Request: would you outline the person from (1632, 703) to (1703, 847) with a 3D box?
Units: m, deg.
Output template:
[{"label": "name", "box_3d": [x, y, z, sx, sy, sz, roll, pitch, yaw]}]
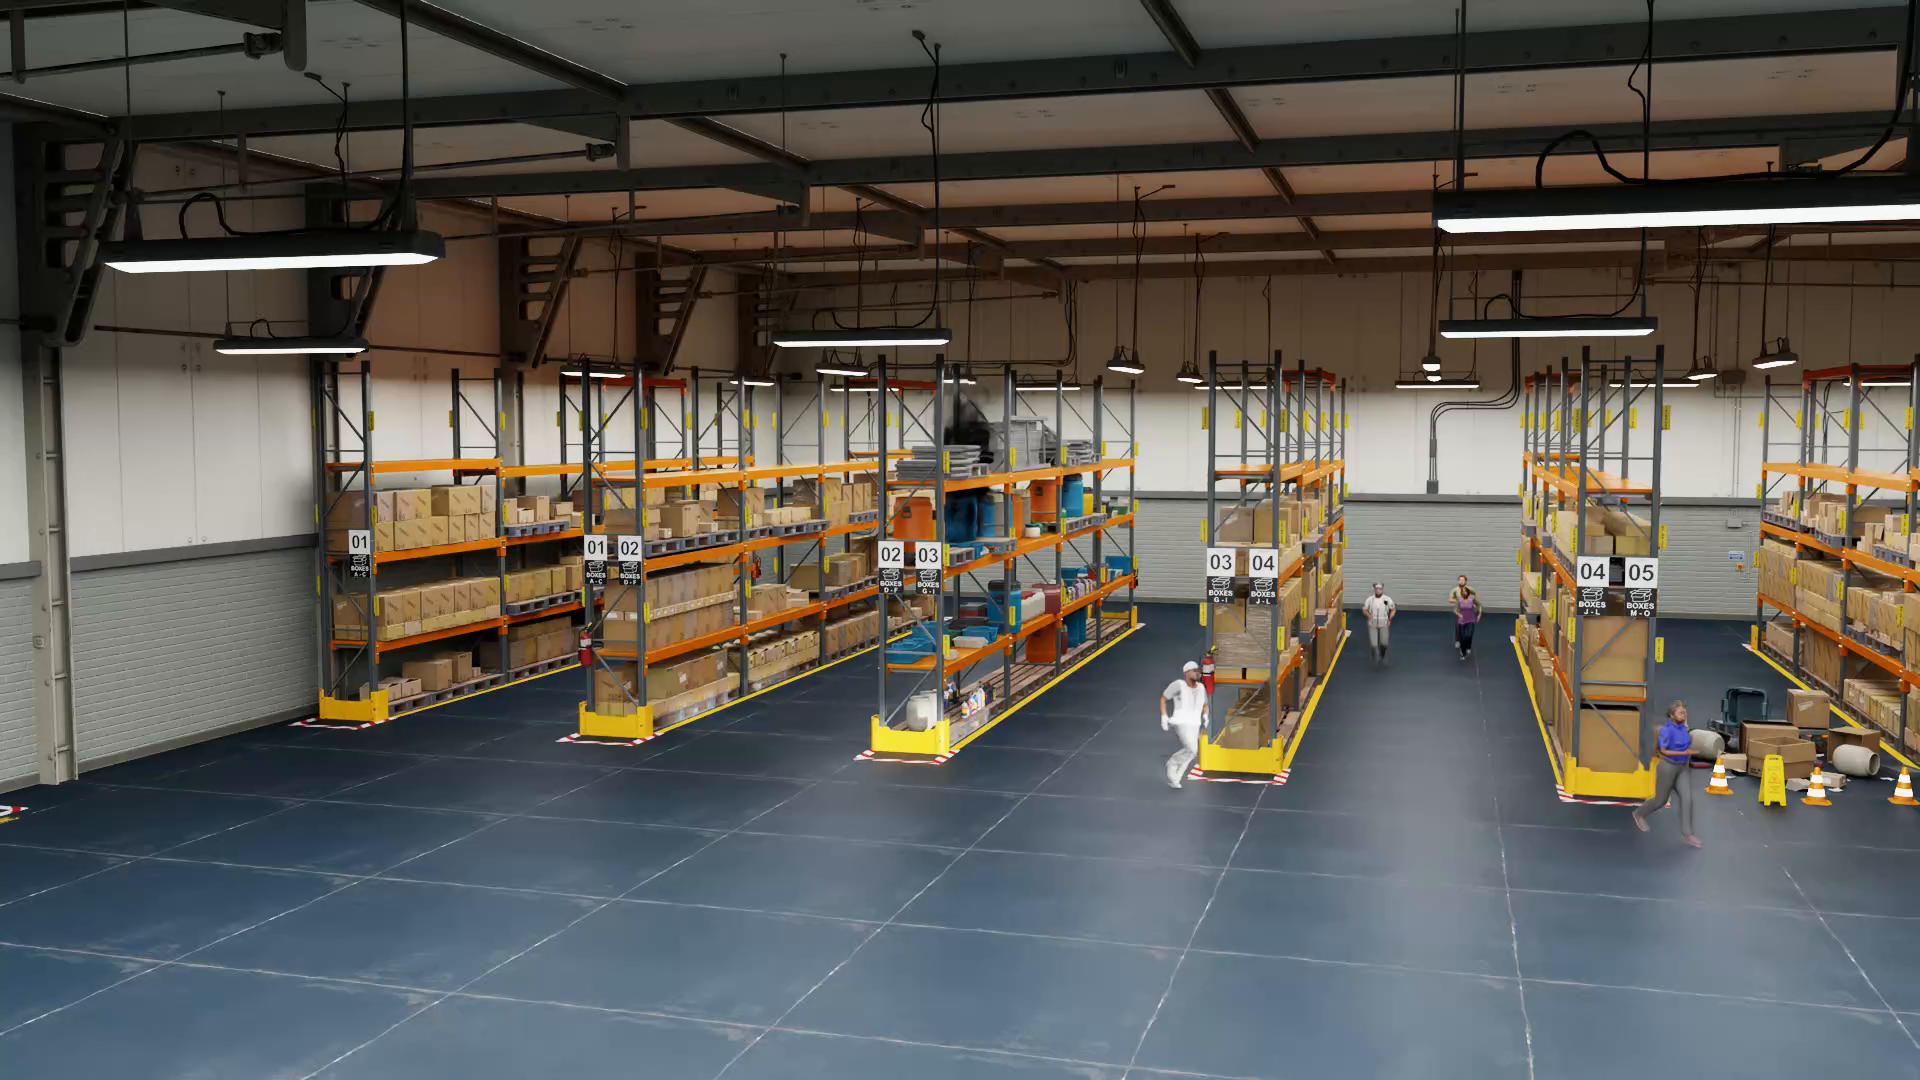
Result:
[{"label": "person", "box_3d": [8.433, 2.742, 19.736, 0.574, 1.644, 0.933, -2, 5, -27]}]

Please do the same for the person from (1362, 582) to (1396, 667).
[{"label": "person", "box_3d": [8.481, 1.719, 33.693, 0.652, 1.737, 0.602, 1, 4, 16]}]

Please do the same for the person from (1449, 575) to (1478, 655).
[{"label": "person", "box_3d": [10.865, 1.603, 35.930, 0.583, 1.706, 0.936, 2, 4, 21]}]

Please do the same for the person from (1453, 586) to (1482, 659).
[{"label": "person", "box_3d": [10.562, 1.739, 34.636, 0.560, 1.547, 0.734, 2, 4, 23]}]

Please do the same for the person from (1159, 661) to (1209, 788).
[{"label": "person", "box_3d": [3.134, 2.523, 22.696, 0.729, 1.709, 0.581, -2, 5, -31]}]
